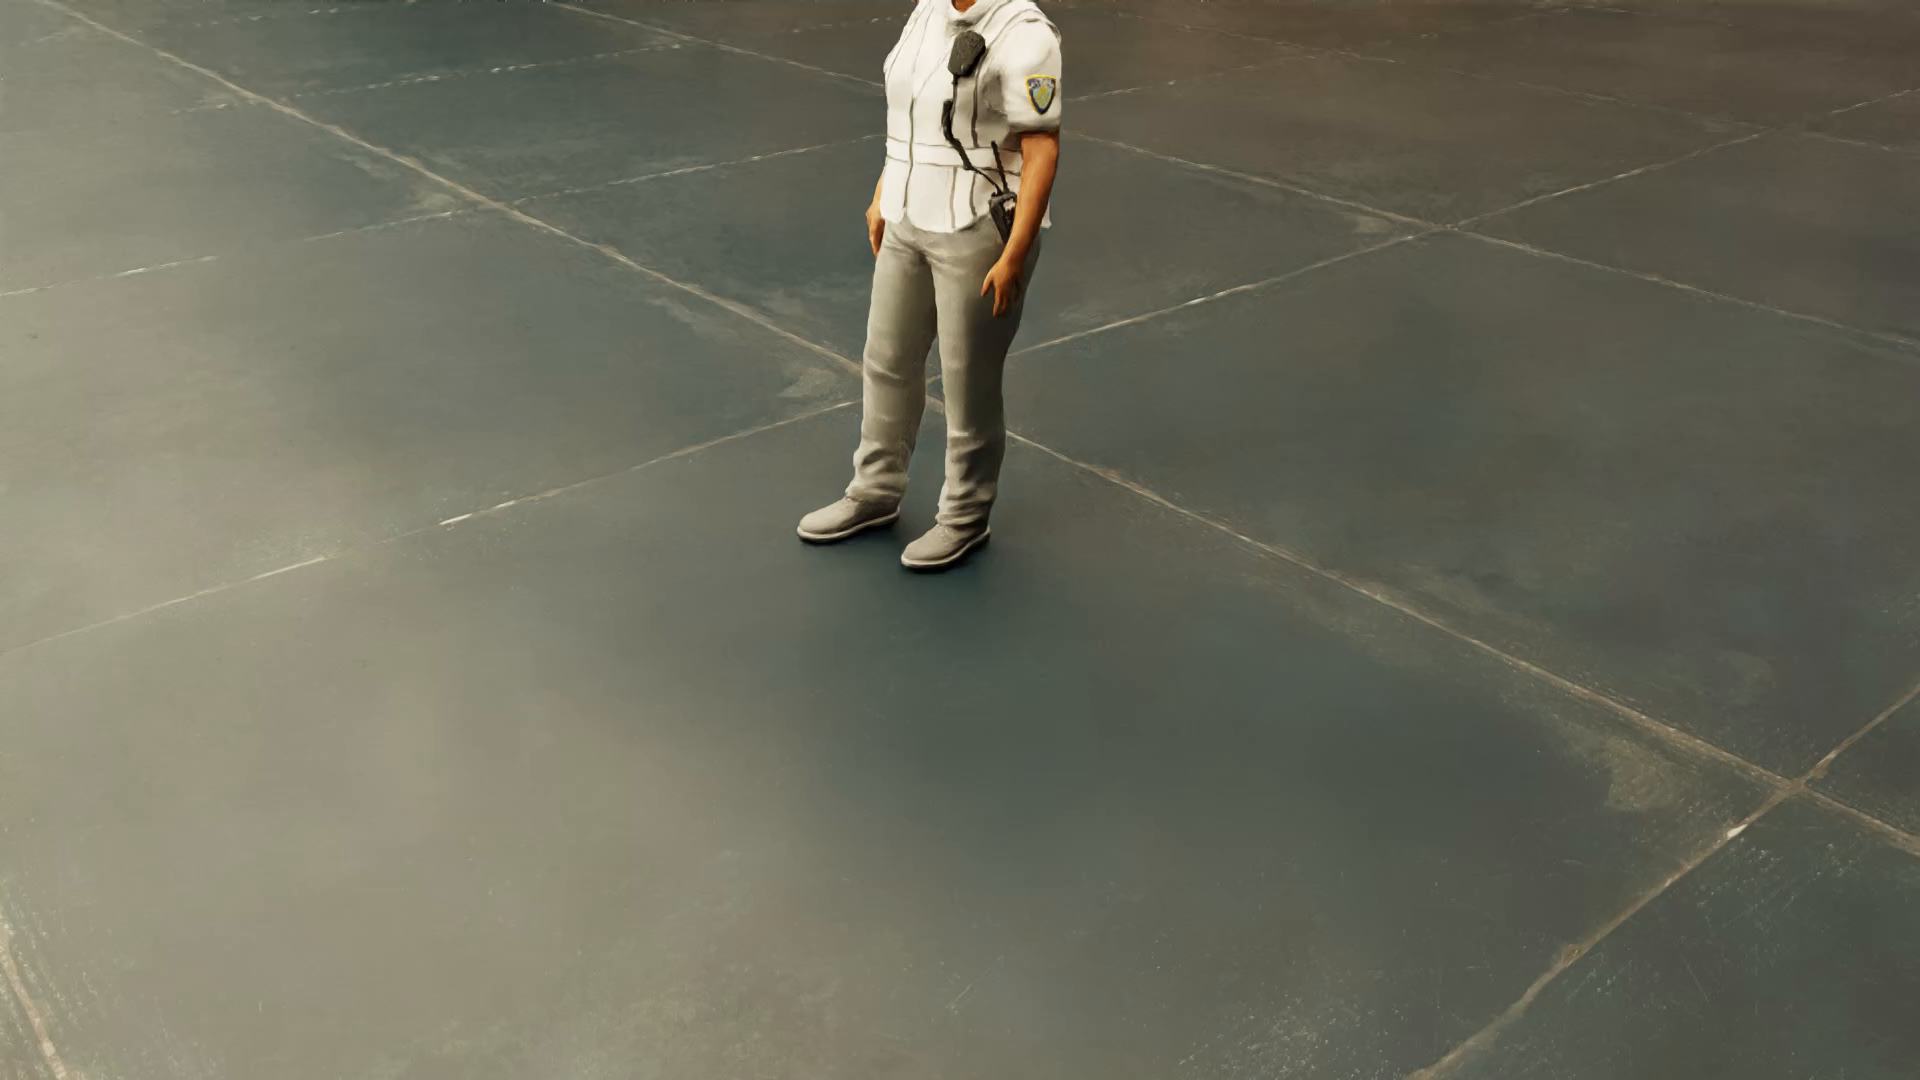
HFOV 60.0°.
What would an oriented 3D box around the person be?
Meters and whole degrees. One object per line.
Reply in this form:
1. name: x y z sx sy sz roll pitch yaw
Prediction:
1. person: -0.077 -0.741 4.103 0.529 1.669 0.587 -20 33 -35
